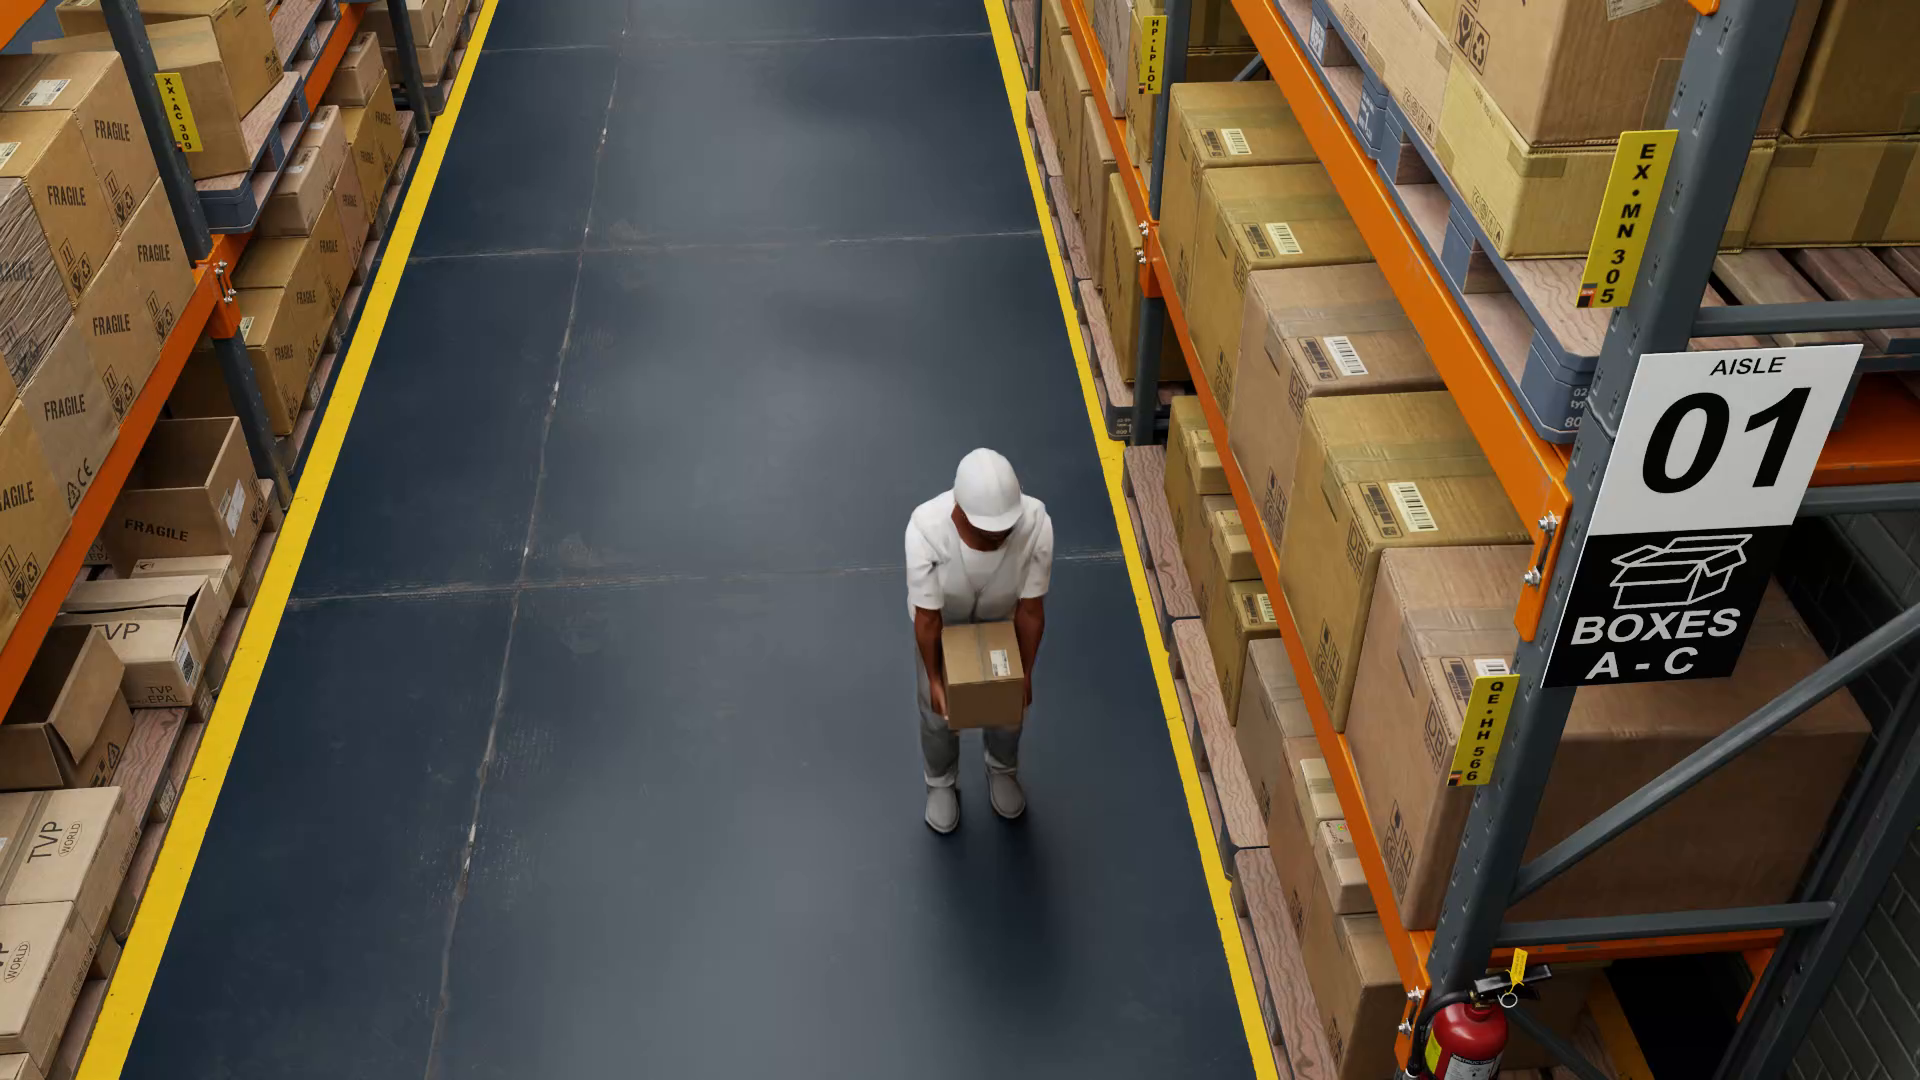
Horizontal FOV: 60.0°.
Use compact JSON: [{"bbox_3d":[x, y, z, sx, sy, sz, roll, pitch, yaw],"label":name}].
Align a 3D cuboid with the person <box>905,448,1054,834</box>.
[{"bbox_3d":[0.065,0.345,5.744,0.493,1.719,0.611,-5,39,-6],"label":"person"}]
